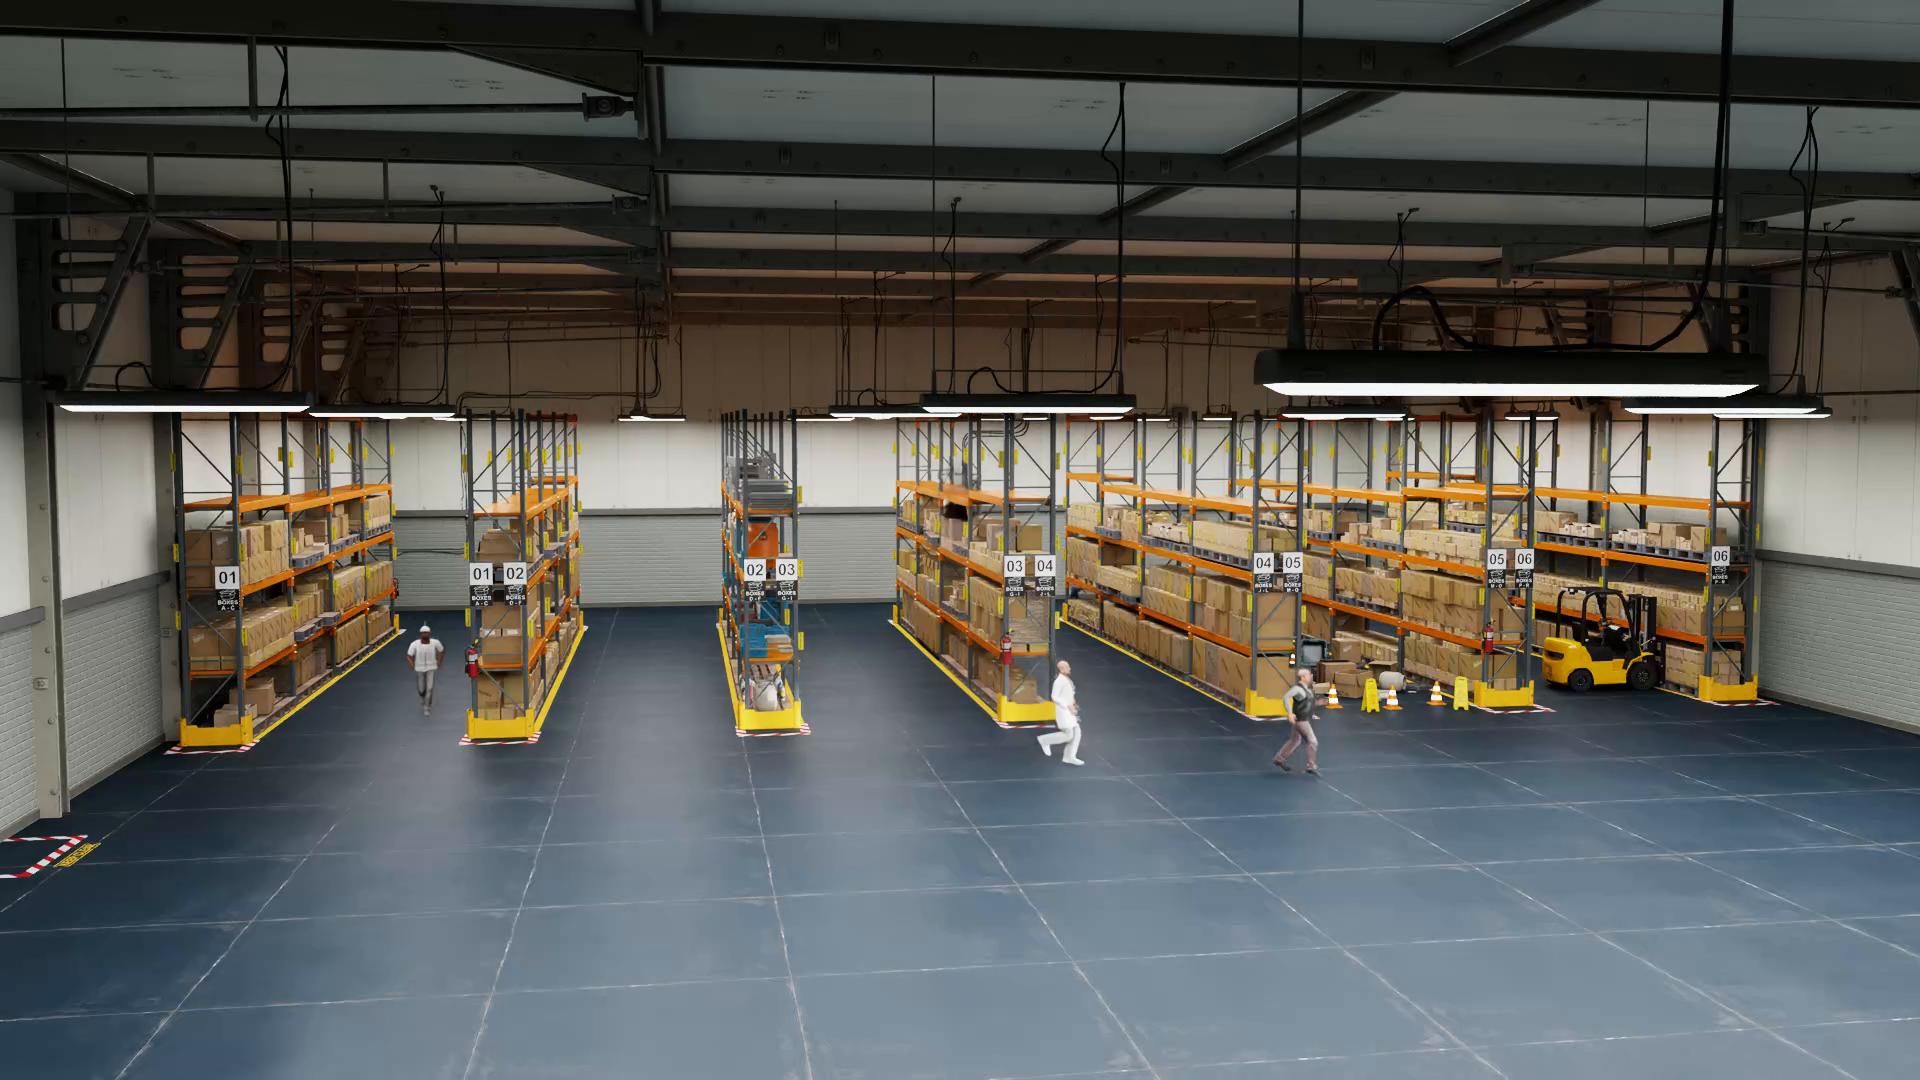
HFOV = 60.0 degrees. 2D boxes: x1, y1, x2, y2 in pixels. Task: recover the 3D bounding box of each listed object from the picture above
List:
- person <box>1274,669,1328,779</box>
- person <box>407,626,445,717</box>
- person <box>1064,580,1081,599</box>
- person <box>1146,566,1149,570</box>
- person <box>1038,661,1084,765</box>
[{"bbox_3d":[5.520,2.958,26.985,0.869,1.751,0.627,2,4,21],"label":"person"},{"bbox_3d":[-10.558,2.572,32.895,0.710,1.761,0.818,-1,4,-16],"label":"person"},{"bbox_3d":[3.455,1.472,49.693,0.744,1.611,0.550,-2,4,-26],"label":"person"},{"bbox_3d":[5.379,1.589,47.412,0.665,1.688,0.603,-2,4,-21],"label":"person"},{"bbox_3d":[1.717,2.908,28.048,0.782,1.751,0.710,1,4,17],"label":"person"}]
